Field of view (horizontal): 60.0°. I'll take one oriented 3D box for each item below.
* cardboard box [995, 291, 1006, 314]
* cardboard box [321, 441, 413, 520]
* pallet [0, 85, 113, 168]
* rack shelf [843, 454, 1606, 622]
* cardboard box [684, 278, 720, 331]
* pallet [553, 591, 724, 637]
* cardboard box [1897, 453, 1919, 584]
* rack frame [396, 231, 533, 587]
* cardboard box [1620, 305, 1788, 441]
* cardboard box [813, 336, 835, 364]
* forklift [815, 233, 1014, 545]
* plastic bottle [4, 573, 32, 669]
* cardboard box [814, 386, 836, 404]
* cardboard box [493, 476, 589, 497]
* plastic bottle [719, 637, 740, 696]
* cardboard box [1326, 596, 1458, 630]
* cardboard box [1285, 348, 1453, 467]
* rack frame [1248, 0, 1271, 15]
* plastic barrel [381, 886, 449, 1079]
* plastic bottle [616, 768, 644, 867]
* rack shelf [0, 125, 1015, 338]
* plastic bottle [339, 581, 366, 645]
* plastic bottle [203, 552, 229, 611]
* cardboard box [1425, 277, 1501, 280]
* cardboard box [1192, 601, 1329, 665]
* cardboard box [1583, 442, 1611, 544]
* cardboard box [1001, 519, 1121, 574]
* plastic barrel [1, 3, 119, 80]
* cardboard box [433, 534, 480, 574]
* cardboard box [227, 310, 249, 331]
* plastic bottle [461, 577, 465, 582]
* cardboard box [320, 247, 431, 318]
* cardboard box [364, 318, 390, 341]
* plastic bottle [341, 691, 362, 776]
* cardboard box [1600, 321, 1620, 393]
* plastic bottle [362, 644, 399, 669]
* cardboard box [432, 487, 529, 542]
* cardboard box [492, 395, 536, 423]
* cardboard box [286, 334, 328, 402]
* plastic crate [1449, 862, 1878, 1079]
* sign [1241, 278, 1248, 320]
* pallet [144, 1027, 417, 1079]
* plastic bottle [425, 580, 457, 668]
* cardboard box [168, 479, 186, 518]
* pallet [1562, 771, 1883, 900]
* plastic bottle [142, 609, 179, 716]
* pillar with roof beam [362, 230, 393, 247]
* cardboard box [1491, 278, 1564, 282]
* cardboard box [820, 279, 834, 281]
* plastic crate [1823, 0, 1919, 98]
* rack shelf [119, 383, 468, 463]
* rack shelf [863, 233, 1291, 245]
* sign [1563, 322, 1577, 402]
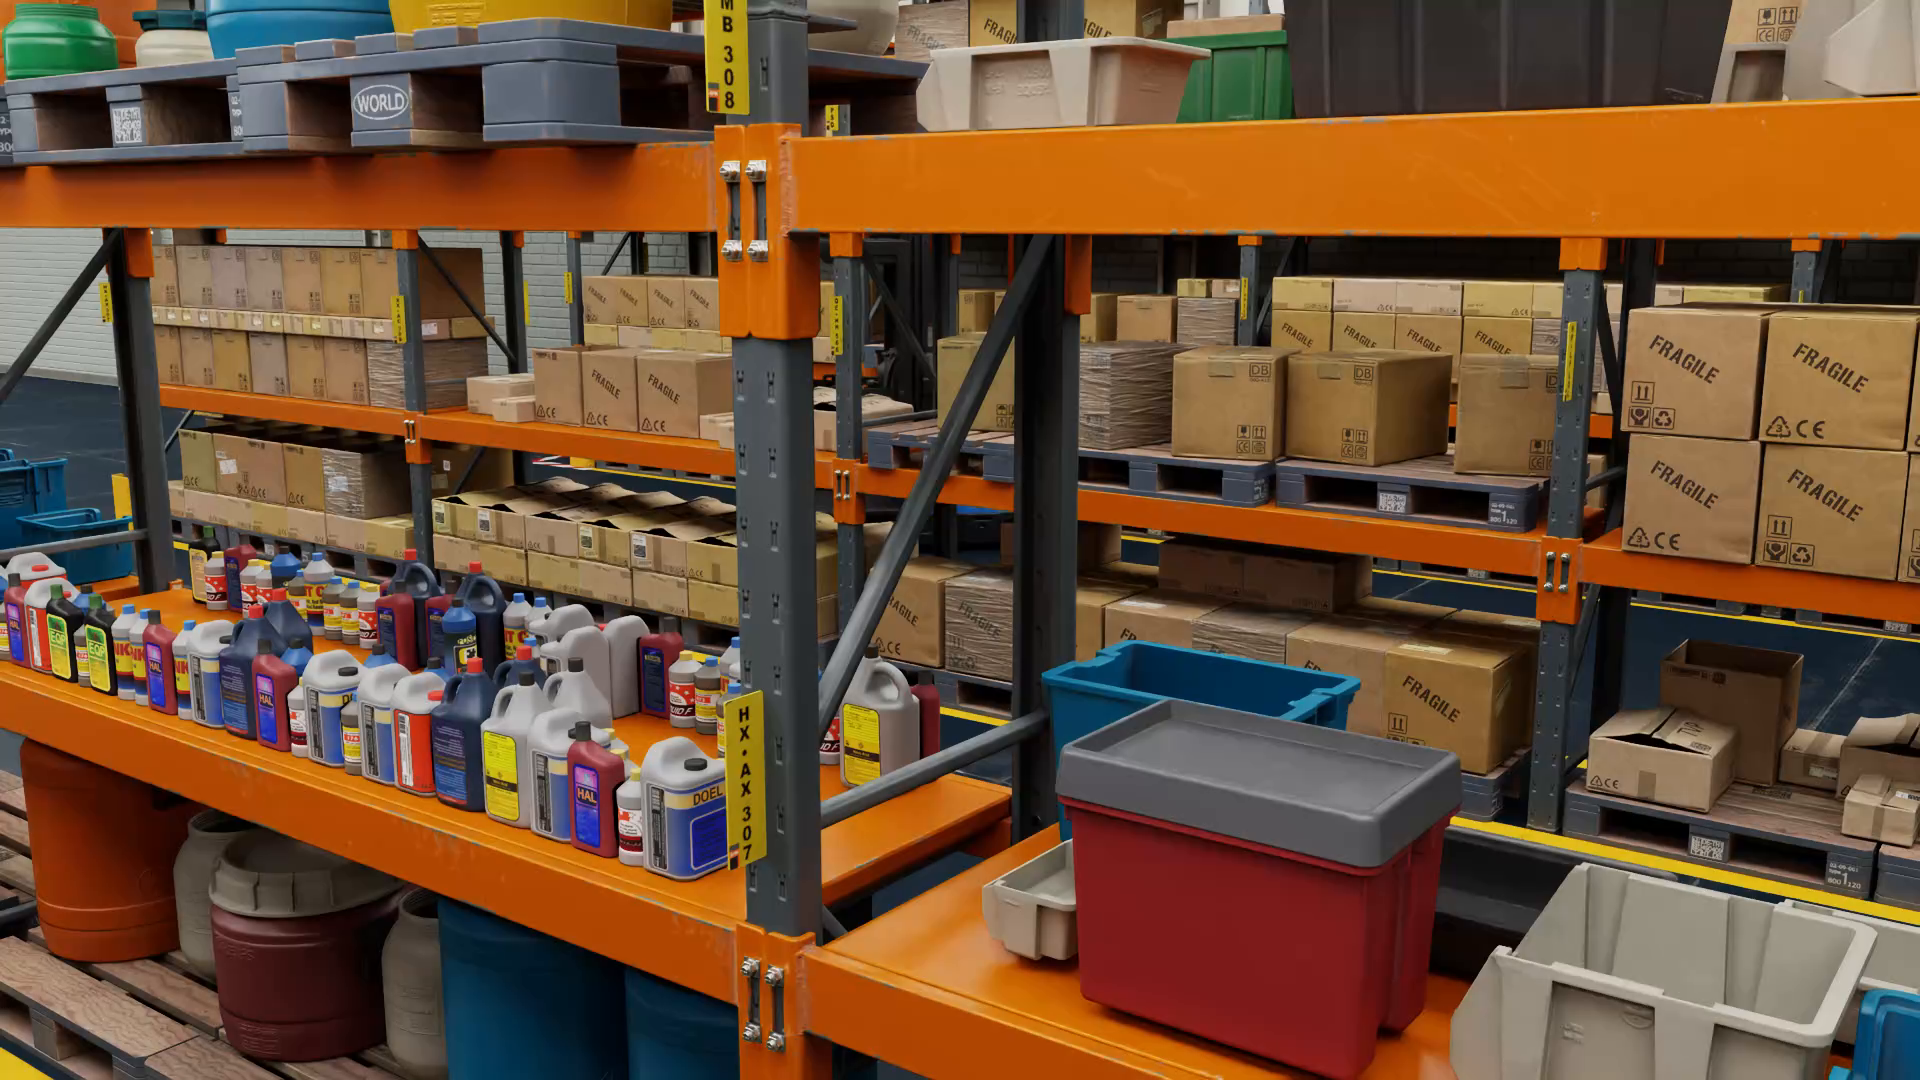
[{"bbox_3d":[0.730,-1.986,14.979,0.500,0.500,0.700,10,15,43],"label":"cardboard box"},{"bbox_3d":[-4.484,-0.459,12.665,0.500,0.500,0.500,8,13,36],"label":"cardboard box"},{"bbox_3d":[-2.737,-1.230,5.088,1.213,0.211,1.003,8,13,36],"label":"pallet"},{"bbox_3d":[1.251,-0.130,8.700,4.000,0.370,1.077,8,13,36],"label":"rack shelf"},{"bbox_3d":[-2.444,-2.399,16.900,0.500,0.500,0.500,8,14,37],"label":"cardboard box"},{"bbox_3d":[-1.980,0.425,11.278,1.213,0.211,1.003,8,13,36],"label":"pallet"},{"bbox_3d":[3.929,-0.095,6.361,0.500,0.500,0.500,8,13,35],"label":"cardboard box"},{"bbox_3d":[-3.585,-1.158,12.119,0.127,3.000,1.000,8,13,36],"label":"rack frame"},{"bbox_3d":[3.077,-0.703,6.869,0.500,0.500,0.500,8,14,37],"label":"cardboard box"},{"bbox_3d":[-1.217,-1.860,16.089,0.500,0.250,0.500,8,14,36],"label":"cardboard box"},{"bbox_3d":[-0.769,-1.426,13.685,3.031,2.935,1.130,-2,11,-8],"label":"forklift"},{"bbox_3d":[-2.900,0.249,5.153,0.133,0.283,0.061,8,13,36],"label":"plastic bottle"},{"bbox_3d":[-0.967,-0.795,10.476,0.500,0.311,0.500,8,13,35],"label":"cardboard box"},{"bbox_3d":[-3.088,-0.288,12.278,0.500,0.311,0.500,8,13,36],"label":"cardboard box"},{"bbox_3d":[-0.591,0.394,4.437,0.097,0.271,0.097,0,11,0],"label":"plastic bottle"},{"bbox_3d":[2.181,0.603,8.440,0.500,0.500,0.500,8,14,36],"label":"cardboard box"},{"bbox_3d":[2.022,-0.669,8.222,0.700,0.500,0.500,-11,15,-44],"label":"cardboard box"},{"bbox_3d":[2.569,-4.413,13.147,0.127,3.000,1.000,8,13,36],"label":"rack frame"},{"bbox_3d":[-1.473,1.294,4.889,0.421,0.512,0.421,0,11,0],"label":"plastic barrel"},{"bbox_3d":[-0.690,0.593,3.590,0.097,0.201,0.097,0,11,0],"label":"plastic bottle"},{"bbox_3d":[-1.684,-0.845,4.498,4.000,0.370,1.077,8,13,36],"label":"rack shelf"},{"bbox_3d":[-1.978,0.235,5.443,0.097,0.201,0.097,0,11,0],"label":"plastic bottle"},{"bbox_3d":[-2.635,0.143,5.917,0.097,0.201,0.097,0,11,0],"label":"plastic bottle"},{"bbox_3d":[3.914,-1.912,12.943,0.500,0.250,0.500,8,13,34],"label":"cardboard box"},{"bbox_3d":[1.499,0.628,8.311,0.500,0.500,0.500,8,14,36],"label":"cardboard box"},{"bbox_3d":[4.474,-0.321,12.345,0.750,0.750,0.750,8,14,37],"label":"cardboard box"},{"bbox_3d":[0.580,0.010,9.532,0.500,0.250,0.500,9,14,38],"label":"cardboard box"},{"bbox_3d":[-2.578,-1.399,4.769,0.294,0.245,0.294,0,11,0],"label":"plastic barrel"},{"bbox_3d":[-3.406,0.069,11.910,0.500,0.250,0.500,8,13,34],"label":"cardboard box"},{"bbox_3d":[-5.581,-1.754,13.227,0.250,0.149,0.380,8,13,35],"label":"cardboard box"},{"bbox_3d":[-1.539,0.251,5.141,0.133,0.283,0.061,8,13,36],"label":"plastic bottle"},{"bbox_3d":[-4.354,-1.950,12.532,0.500,0.500,0.700,8,13,35],"label":"cardboard box"},{"bbox_3d":[-4.129,-1.552,12.181,0.250,0.149,0.380,8,13,34],"label":"cardboard box"},{"bbox_3d":[-1.500,0.480,4.174,0.097,0.201,0.097,0,11,0],"label":"plastic bottle"},{"bbox_3d":[4.854,-1.292,11.710,0.500,0.500,0.500,8,14,36],"label":"cardboard box"},{"bbox_3d":[-1.518,0.407,4.365,0.097,0.271,0.097,0,11,0],"label":"plastic bottle"},{"bbox_3d":[-3.399,-0.205,11.850,0.500,0.311,0.500,8,14,36],"label":"cardboard box"},{"bbox_3d":[-2.991,-0.904,11.466,0.250,0.149,0.380,8,13,36],"label":"cardboard box"},{"bbox_3d":[-4.777,-1.371,12.958,0.500,0.500,0.700,8,14,36],"label":"cardboard box"},{"bbox_3d":[1.050,0.728,2.525,0.530,0.282,0.437,8,13,36],"label":"plastic crate"},{"bbox_3d":[2.255,-1.913,13.179,0.005,0.325,0.100,8,13,36],"label":"sign"},{"bbox_3d":[-1.656,1.638,5.007,1.213,0.211,1.003,8,13,36],"label":"pallet"},{"bbox_3d":[-1.575,0.261,5.093,0.133,0.283,0.061,8,13,36],"label":"plastic bottle"},{"bbox_3d":[-6.508,-0.370,14.177,0.500,0.250,0.500,8,13,36],"label":"cardboard box"},{"bbox_3d":[3.416,1.188,7.335,1.213,0.211,1.003,8,13,36],"label":"pallet"},{"bbox_3d":[-2.234,0.342,4.673,0.133,0.283,0.061,8,13,36],"label":"plastic bottle"},{"bbox_3d":[-10.187,-5.381,18.154,0.400,9.000,9.100,8,13,36],"label":"pillar with roof beam"},{"bbox_3d":[4.325,-1.855,12.647,0.500,0.250,0.500,8,13,34],"label":"cardboard box"},{"bbox_3d":[-1.325,-2.365,16.724,0.500,0.500,0.500,8,13,35],"label":"cardboard box"},{"bbox_3d":[1.340,-0.589,1.972,0.530,0.136,0.437,8,13,36],"label":"plastic crate"},{"bbox_3d":[-5.197,-1.030,13.349,4.000,0.370,1.077,8,13,36],"label":"rack shelf"},{"bbox_3d":[0.957,-2.812,14.662,4.000,0.370,1.077,8,13,36],"label":"rack shelf"},{"bbox_3d":[2.538,-0.742,6.918,0.005,0.325,0.100,8,13,36],"label":"sign"}]
